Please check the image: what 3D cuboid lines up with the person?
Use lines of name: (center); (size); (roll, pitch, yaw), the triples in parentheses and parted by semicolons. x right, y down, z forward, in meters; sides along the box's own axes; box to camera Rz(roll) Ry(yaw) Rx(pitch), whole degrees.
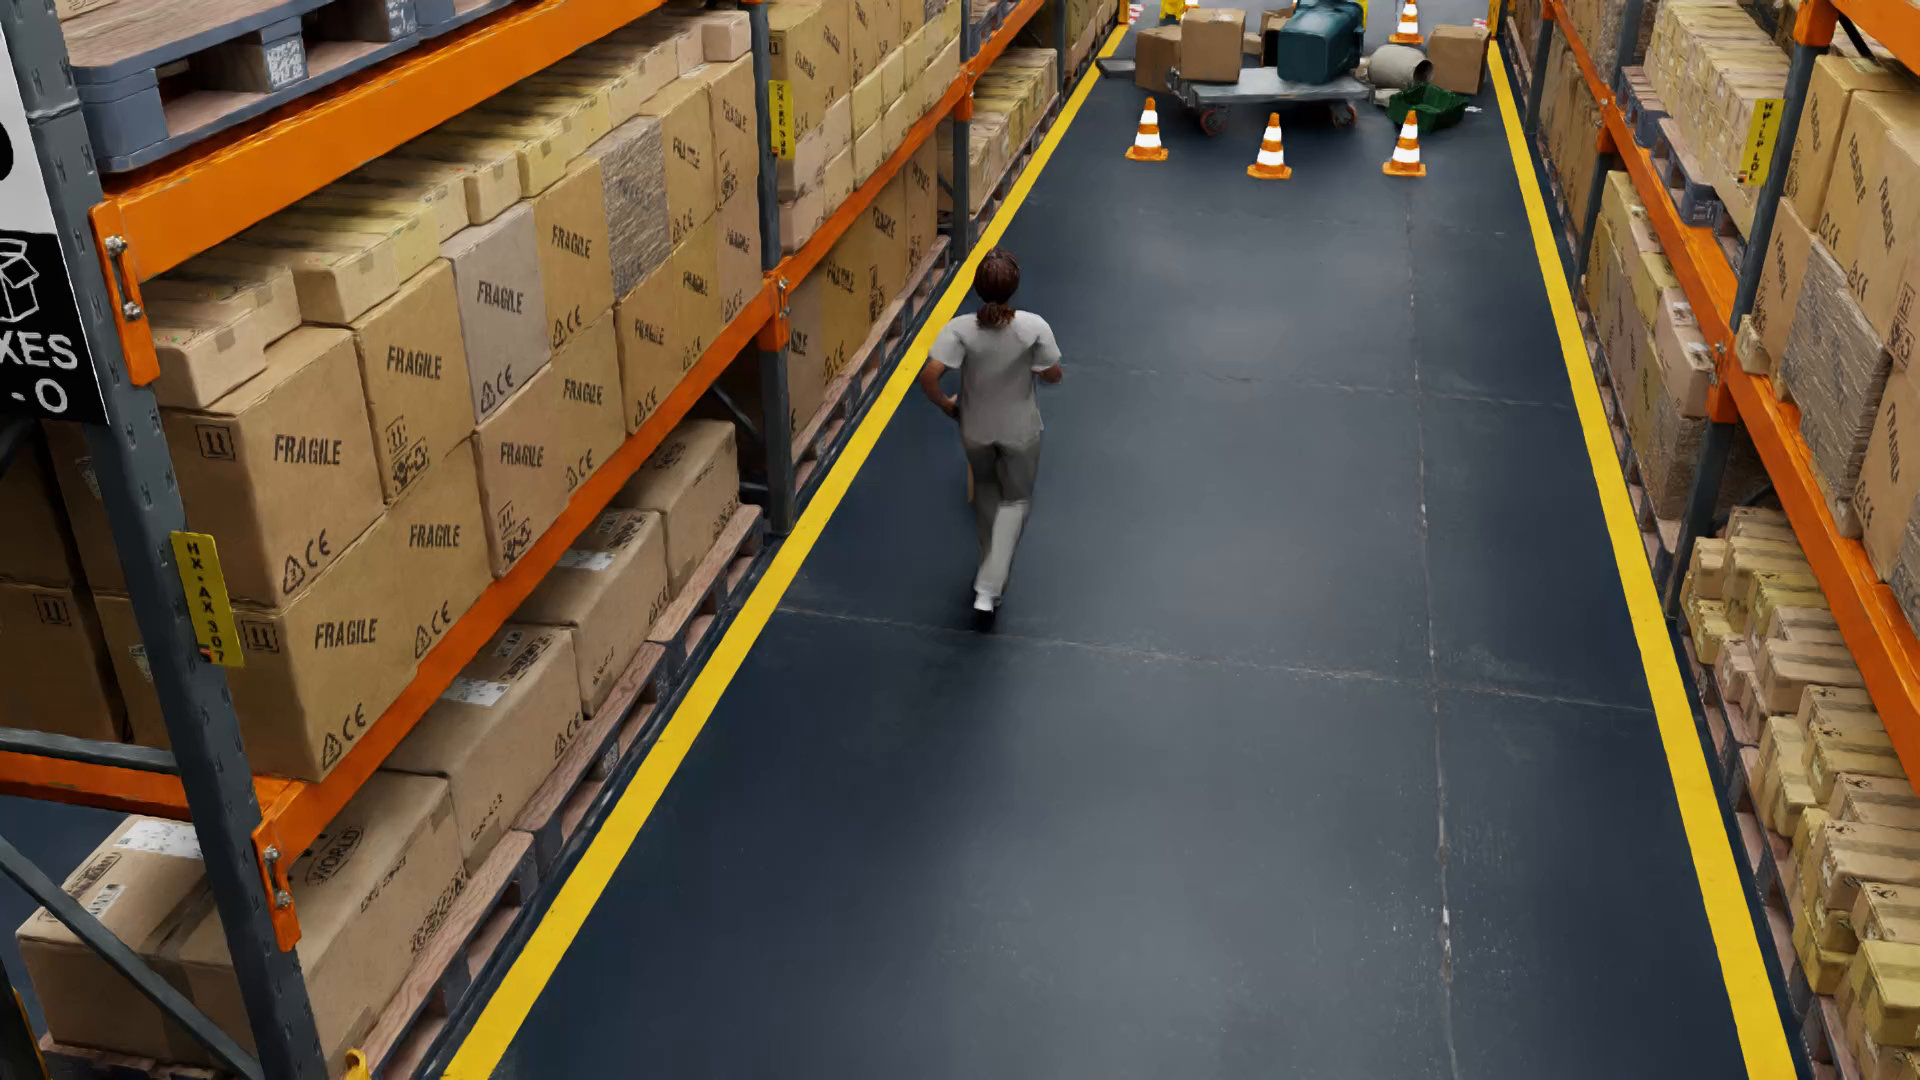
person: (0.175, -0.483, 7.041); (0.533, 1.644, 0.755); (7, 30, 12)
